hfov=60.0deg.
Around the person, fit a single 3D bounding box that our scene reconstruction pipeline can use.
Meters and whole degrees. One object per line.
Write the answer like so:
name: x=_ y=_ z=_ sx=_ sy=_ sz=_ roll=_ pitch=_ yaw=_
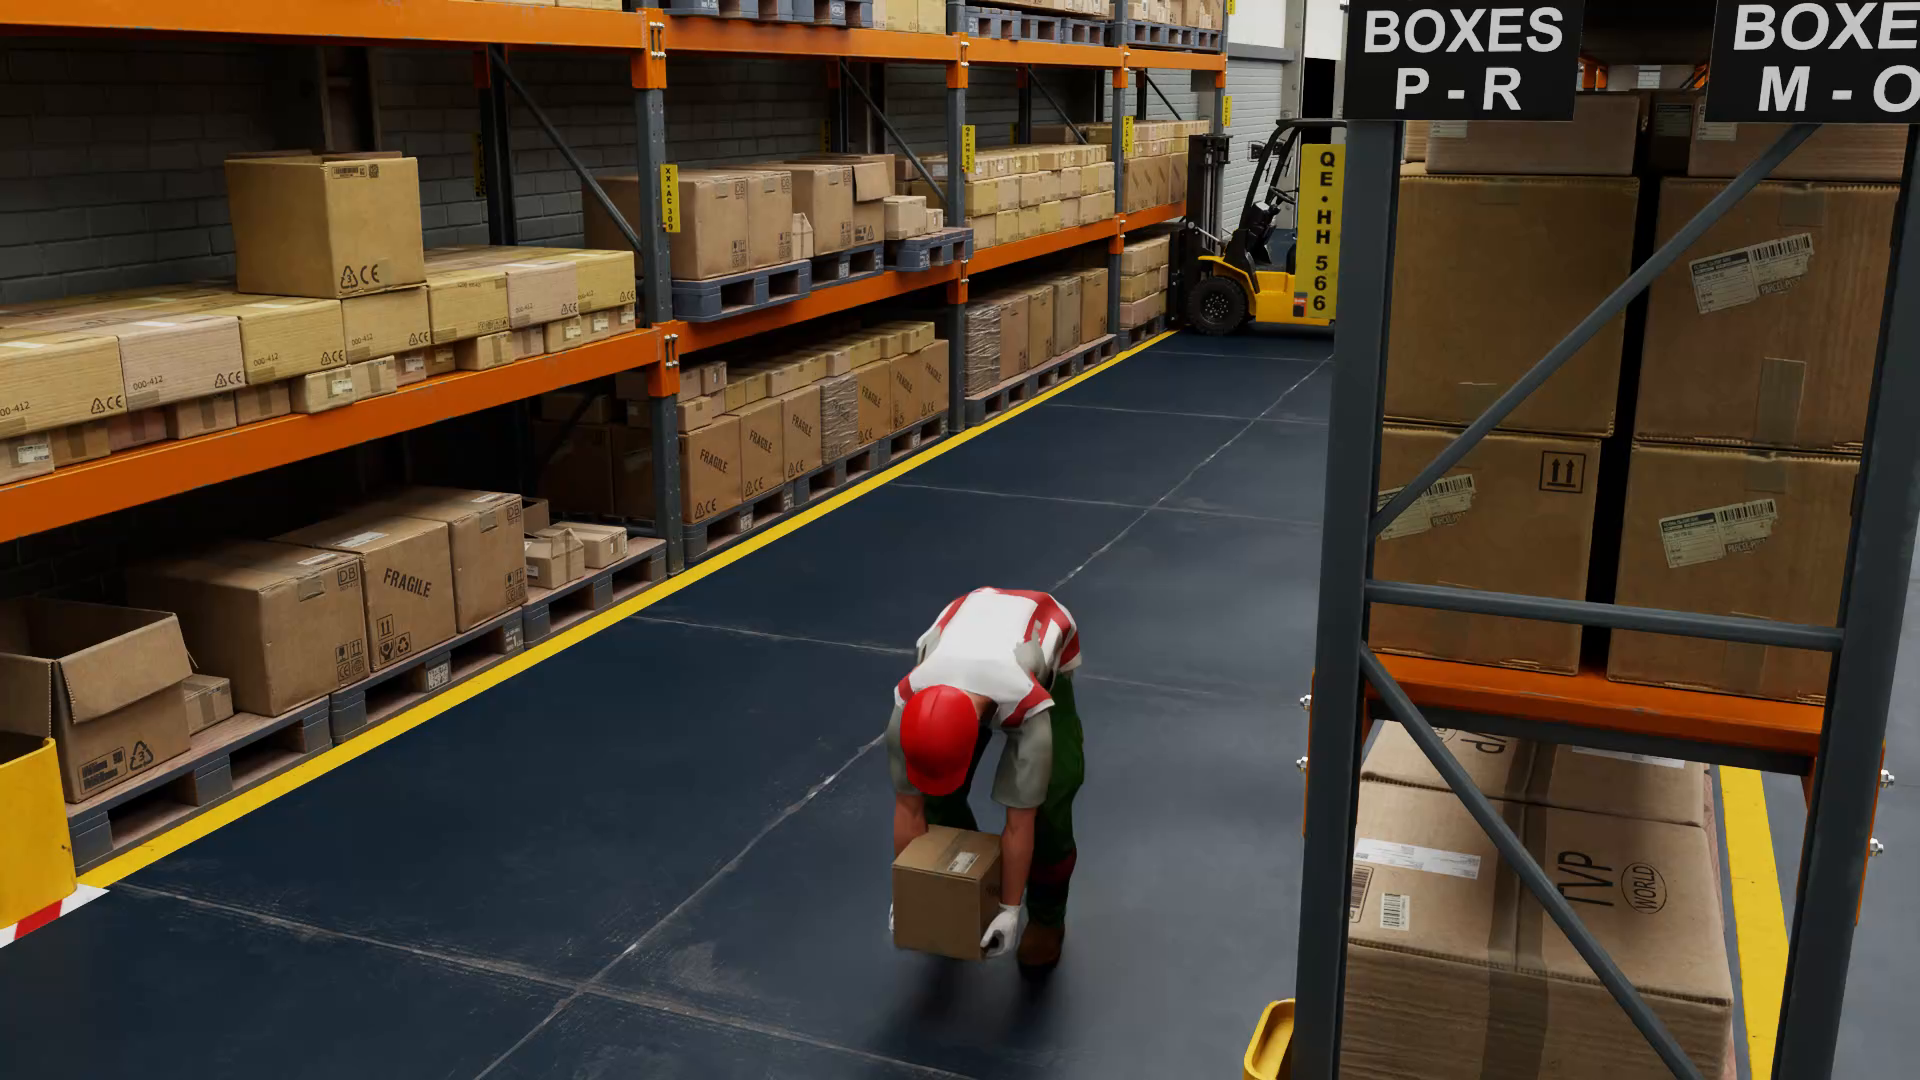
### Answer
person: x=0.059 y=0.727 z=4.639 sx=0.511 sy=1.083 sz=0.965 roll=5 pitch=16 yaw=17
